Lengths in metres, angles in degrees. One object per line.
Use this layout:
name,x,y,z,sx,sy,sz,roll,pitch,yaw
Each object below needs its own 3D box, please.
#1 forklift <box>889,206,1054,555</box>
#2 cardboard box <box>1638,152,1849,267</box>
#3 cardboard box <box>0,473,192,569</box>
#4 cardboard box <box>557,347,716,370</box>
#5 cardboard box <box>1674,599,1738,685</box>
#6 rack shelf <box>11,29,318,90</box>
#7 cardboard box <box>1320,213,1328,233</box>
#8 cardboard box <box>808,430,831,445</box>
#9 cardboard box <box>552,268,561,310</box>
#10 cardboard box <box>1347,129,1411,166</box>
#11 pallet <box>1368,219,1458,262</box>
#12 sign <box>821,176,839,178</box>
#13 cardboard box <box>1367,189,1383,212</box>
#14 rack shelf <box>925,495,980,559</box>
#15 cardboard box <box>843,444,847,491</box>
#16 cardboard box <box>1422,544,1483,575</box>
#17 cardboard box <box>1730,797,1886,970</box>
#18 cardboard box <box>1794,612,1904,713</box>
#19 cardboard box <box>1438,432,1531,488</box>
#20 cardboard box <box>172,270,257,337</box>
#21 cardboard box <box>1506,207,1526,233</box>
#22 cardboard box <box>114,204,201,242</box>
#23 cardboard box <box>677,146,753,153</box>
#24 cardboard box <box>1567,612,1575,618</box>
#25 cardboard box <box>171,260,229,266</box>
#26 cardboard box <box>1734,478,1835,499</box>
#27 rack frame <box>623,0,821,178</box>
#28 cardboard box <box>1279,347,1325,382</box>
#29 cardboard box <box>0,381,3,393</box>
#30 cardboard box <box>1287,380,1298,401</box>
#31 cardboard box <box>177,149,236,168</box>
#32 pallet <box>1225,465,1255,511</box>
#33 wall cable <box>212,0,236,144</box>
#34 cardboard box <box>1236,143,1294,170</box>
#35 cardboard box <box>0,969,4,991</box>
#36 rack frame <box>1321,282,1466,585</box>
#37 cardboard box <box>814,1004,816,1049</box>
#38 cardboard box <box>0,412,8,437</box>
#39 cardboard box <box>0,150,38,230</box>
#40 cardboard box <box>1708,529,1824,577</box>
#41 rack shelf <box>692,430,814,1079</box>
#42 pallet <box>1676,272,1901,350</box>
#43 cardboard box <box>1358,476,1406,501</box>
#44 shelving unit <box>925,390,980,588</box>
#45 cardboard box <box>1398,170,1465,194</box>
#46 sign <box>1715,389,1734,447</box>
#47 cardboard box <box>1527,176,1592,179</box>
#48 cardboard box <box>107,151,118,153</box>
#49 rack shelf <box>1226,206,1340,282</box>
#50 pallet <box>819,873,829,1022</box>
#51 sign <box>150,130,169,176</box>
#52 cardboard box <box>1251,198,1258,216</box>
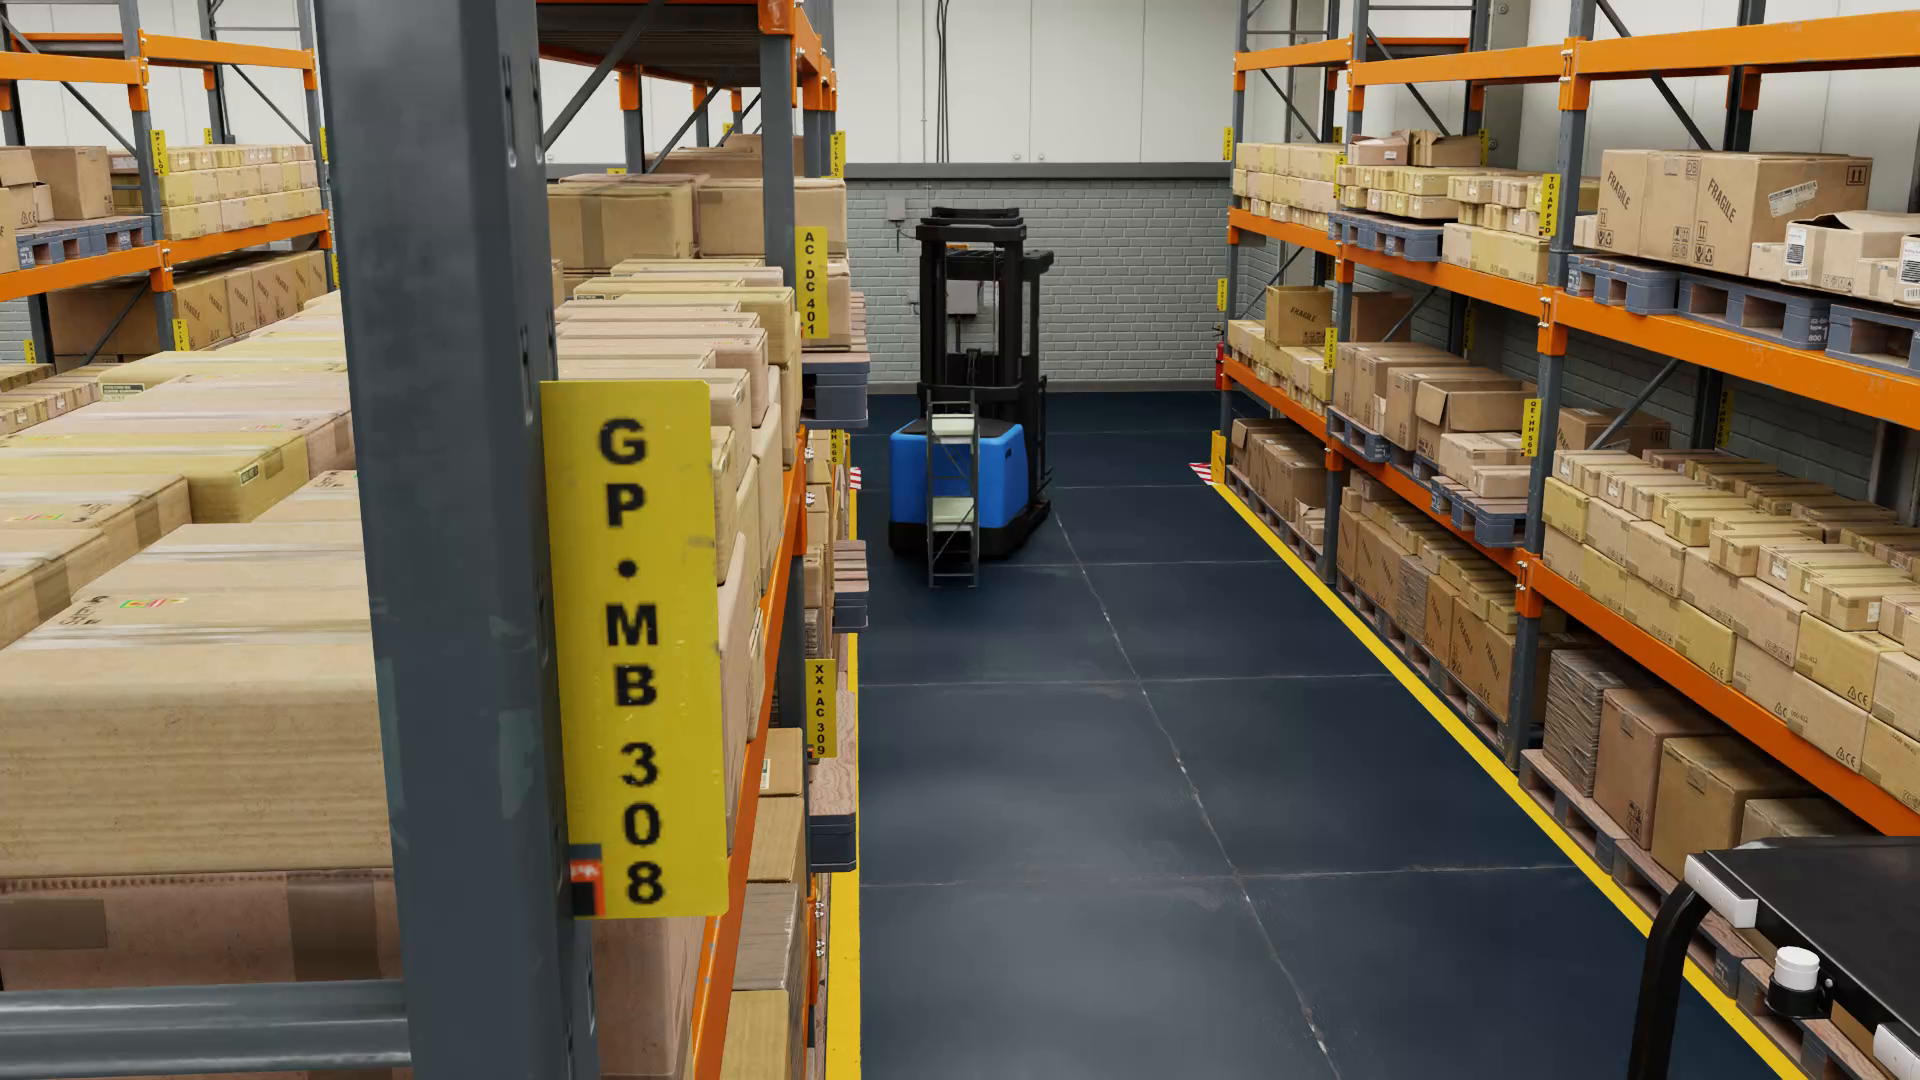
forklift,0.242,-1.611,15.405,1.130,2.935,3.031,4,15,14
cardboard box,3.660,-1.558,7.800,0.700,0.500,0.500,-1,14,-5
cardboard box,-1.059,0.029,1.778,0.380,0.149,0.250,-1,14,-4
cardboard box,-0.613,-0.234,2.800,0.380,0.149,0.250,-1,14,-2
cardboard box,3.606,0.456,7.537,0.500,0.250,0.500,0,14,-2
rack shelf,-6.533,-3.982,13.893,1.077,0.370,4.000,-1,14,-3
cardboard box,3.150,-2.585,13.538,0.380,0.149,0.250,-1,14,-4
cardboard box,-0.921,-0.323,8.621,0.500,0.500,0.500,-1,14,-5
cardboard box,-1.240,-0.611,4.264,0.380,0.149,0.250,0,14,-2
cardboard box,3.149,-2.955,12.506,0.396,0.266,0.258,-1,14,-4
pallet,3.517,-2.049,11.327,1.213,0.211,1.003,-1,14,-3
sign,-0.685,-1.747,8.738,0.100,0.325,0.005,-1,14,-3
cardboard box,3.126,-2.420,11.853,0.380,0.149,0.250,-1,14,-3
rack shelf,-0.067,-0.117,13.781,0.431,0.370,0.720,0,14,-2
cardboard box,-1.517,-0.598,15.630,0.875,0.438,0.875,0,14,-2
cardboard box,3.389,0.130,11.371,0.380,0.149,0.250,-2,15,-6
cardboard box,3.891,1.505,7.079,0.875,0.625,0.625,-1,14,-4
cardboard box,3.650,0.466,6.494,0.500,0.250,0.500,-1,14,-5
cardboard box,3.339,-0.502,10.414,0.500,0.250,0.500,-2,15,-6
cardboard box,-6.241,-1.976,13.883,0.500,0.500,0.500,-1,14,-3
cardboard box,3.477,-1.902,9.878,0.380,0.149,0.250,-1,14,-2
cardboard box,-6.174,-2.428,12.726,0.500,0.250,0.500,0,14,-1
cardboard box,-1.710,-2.511,11.705,0.500,0.500,0.500,-1,14,-4
cardboard box,3.970,0.662,10.606,0.500,0.500,0.500,-1,14,-3
cardboard box,-6.846,-2.230,14.869,0.500,0.500,0.500,-1,14,-5
cardboard box,4.117,-0.210,8.319,0.380,0.149,0.250,-1,14,-5
rack frame,-1.227,-2.941,8.398,1.000,3.000,0.127,-1,14,-3
cardboard box,3.141,-1.551,14.739,0.500,0.250,0.500,-1,14,-4
cardboard box,-6.794,-0.999,11.356,0.380,0.149,0.250,-1,14,-4
cardboard box,3.096,-1.319,14.639,0.380,0.149,0.250,-1,14,-4
cardboard box,-6.219,-3.148,13.720,0.380,0.149,0.250,0,14,-1
pallet,3.286,-0.535,16.684,1.003,0.211,1.213,-1,14,-3
wall cable,-8.524,-7.795,20.808,2.277,5.999,0.120,-1,14,-3
cardboard box,3.008,-3.755,16.282,0.500,0.250,0.500,-1,14,-4
cardboard box,-1.032,0.307,1.500,0.500,0.250,0.500,-1,14,-4
rack frame,3.479,-1.108,13.314,1.000,3.000,0.127,-1,14,-3
cardboard box,-1.014,1.898,6.062,0.950,0.372,0.625,-1,14,-3
cardboard box,-6.061,-0.683,10.129,0.380,0.149,0.250,0,14,-1
cardboard box,-6.444,-2.249,10.678,0.797,0.503,0.637,-1,14,-4
cardboard box,3.530,0.055,7.290,0.380,0.149,0.250,-1,14,-5
rack shelf,-0.855,0.352,3.062,1.077,0.370,4.000,-1,14,-3
pallet,3.931,-1.029,7.366,1.003,0.211,1.213,0,14,-1
cardboard box,3.300,-0.402,12.844,0.380,0.149,0.250,-2,15,-6
shelving unit,-0.067,-0.433,13.700,0.431,1.500,0.755,0,14,-2
cardboard box,3.208,-2.435,11.313,0.380,0.149,0.250,-1,14,-3
sign,4.281,-0.684,9.340,0.100,0.325,0.005,-1,14,-3
cardboard box,3.842,-2.241,10.599,0.380,0.149,0.250,-1,14,-4
cardboard box,-6.785,-2.944,12.925,0.380,0.149,0.250,-1,14,-4
rack shelf,3.355,-2.710,14.963,1.077,0.370,4.000,-1,14,-3
pallet,-1.107,1.812,7.562,1.003,0.211,1.213,-1,14,-3
sign,-5.855,-2.832,12.167,0.100,0.325,0.005,-1,14,-3
cardboard box,2.973,-3.159,15.768,0.380,0.149,0.250,-1,14,-2
